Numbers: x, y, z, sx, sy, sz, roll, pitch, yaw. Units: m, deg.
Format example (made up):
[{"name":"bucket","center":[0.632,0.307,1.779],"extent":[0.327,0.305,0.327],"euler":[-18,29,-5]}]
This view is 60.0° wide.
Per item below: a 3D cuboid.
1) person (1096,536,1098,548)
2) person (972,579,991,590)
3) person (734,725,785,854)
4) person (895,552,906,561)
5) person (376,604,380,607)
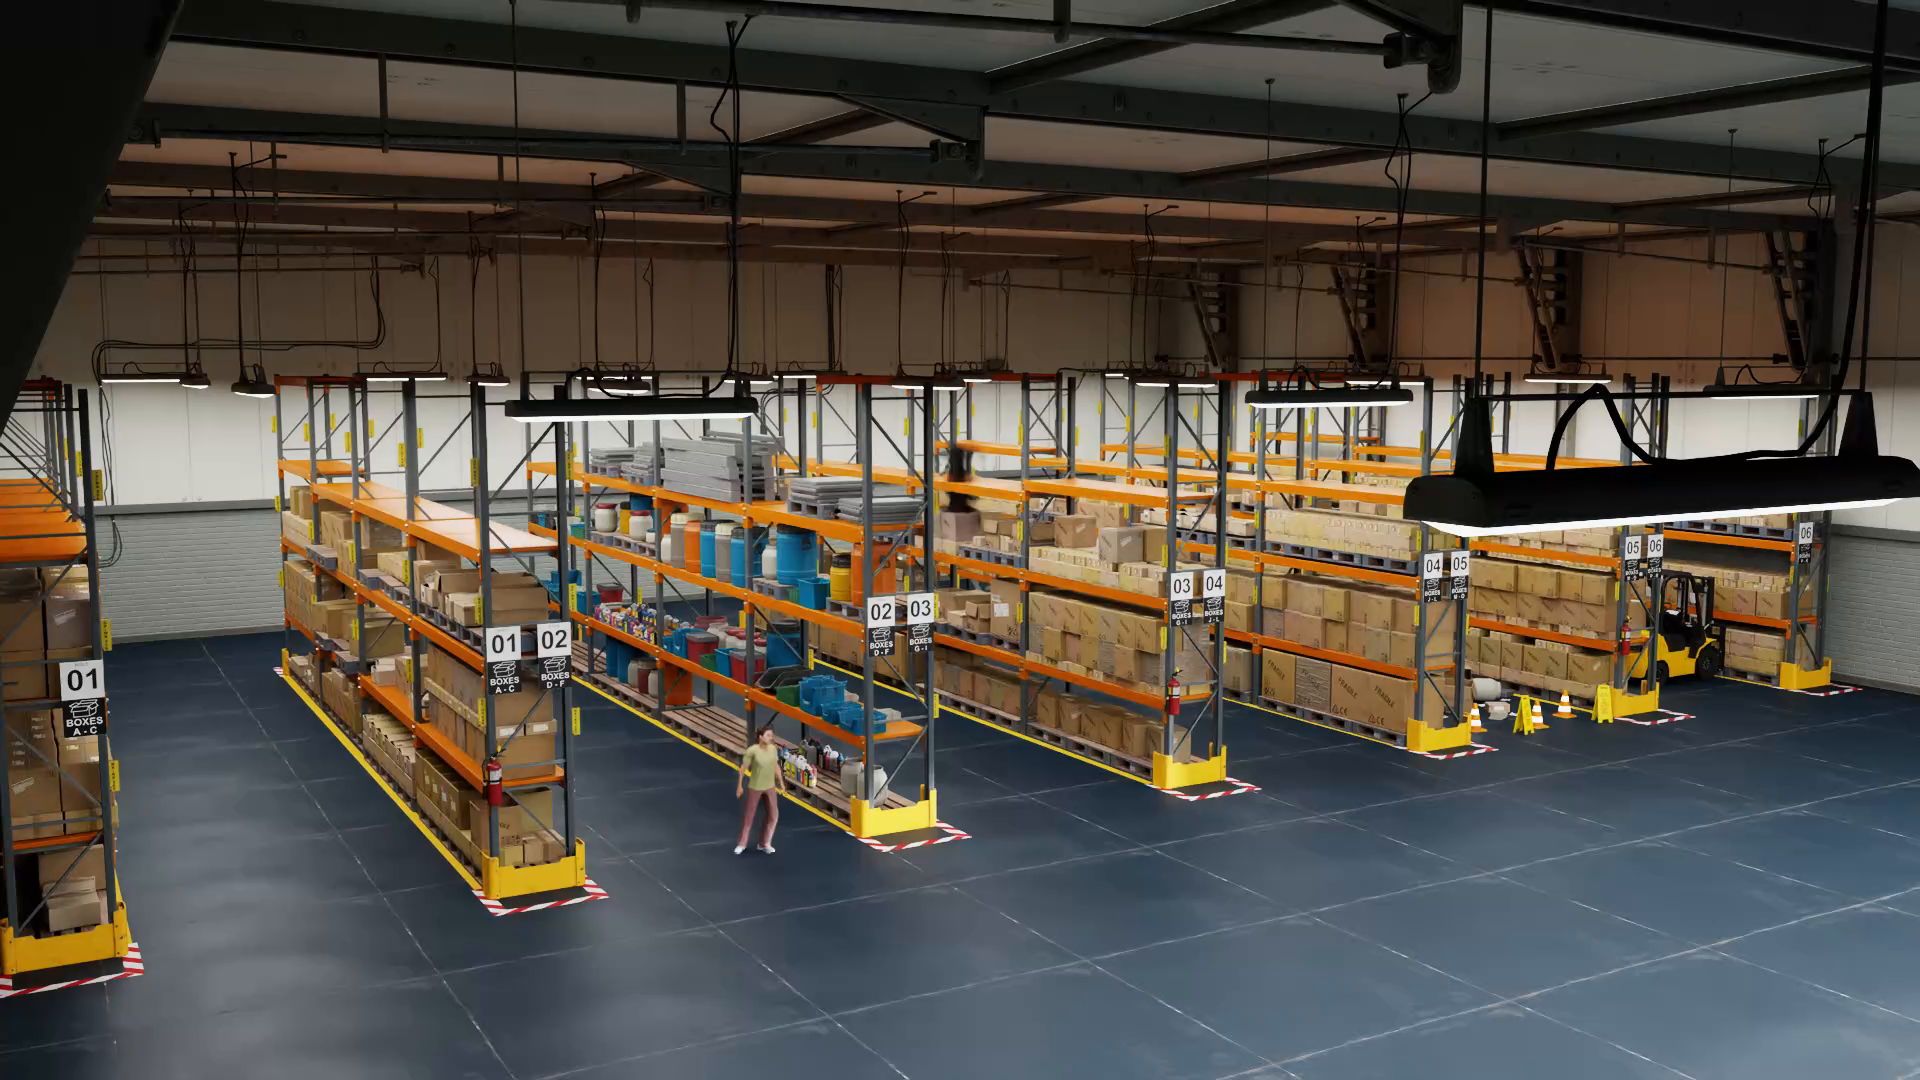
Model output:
[{"name":"person","center":[3.584,0.555,44.786],"extent":[0.761,1.791,0.686],"euler":[-5,8,-41]},{"name":"person","center":[0.561,0.662,44.726],"extent":[0.654,1.671,1.068],"euler":[5,8,40]},{"name":"person","center":[-2.601,3.195,21.347],"extent":[0.661,1.656,0.447],"euler":[-4,7,-31]},{"name":"person","center":[-1.627,1.017,40.796],"extent":[0.685,1.777,0.665],"euler":[-1,6,-5]},{"name":"person","center":[-11.994,1.710,34.592],"extent":[0.848,1.749,0.536],"euler":[5,8,38]}]
